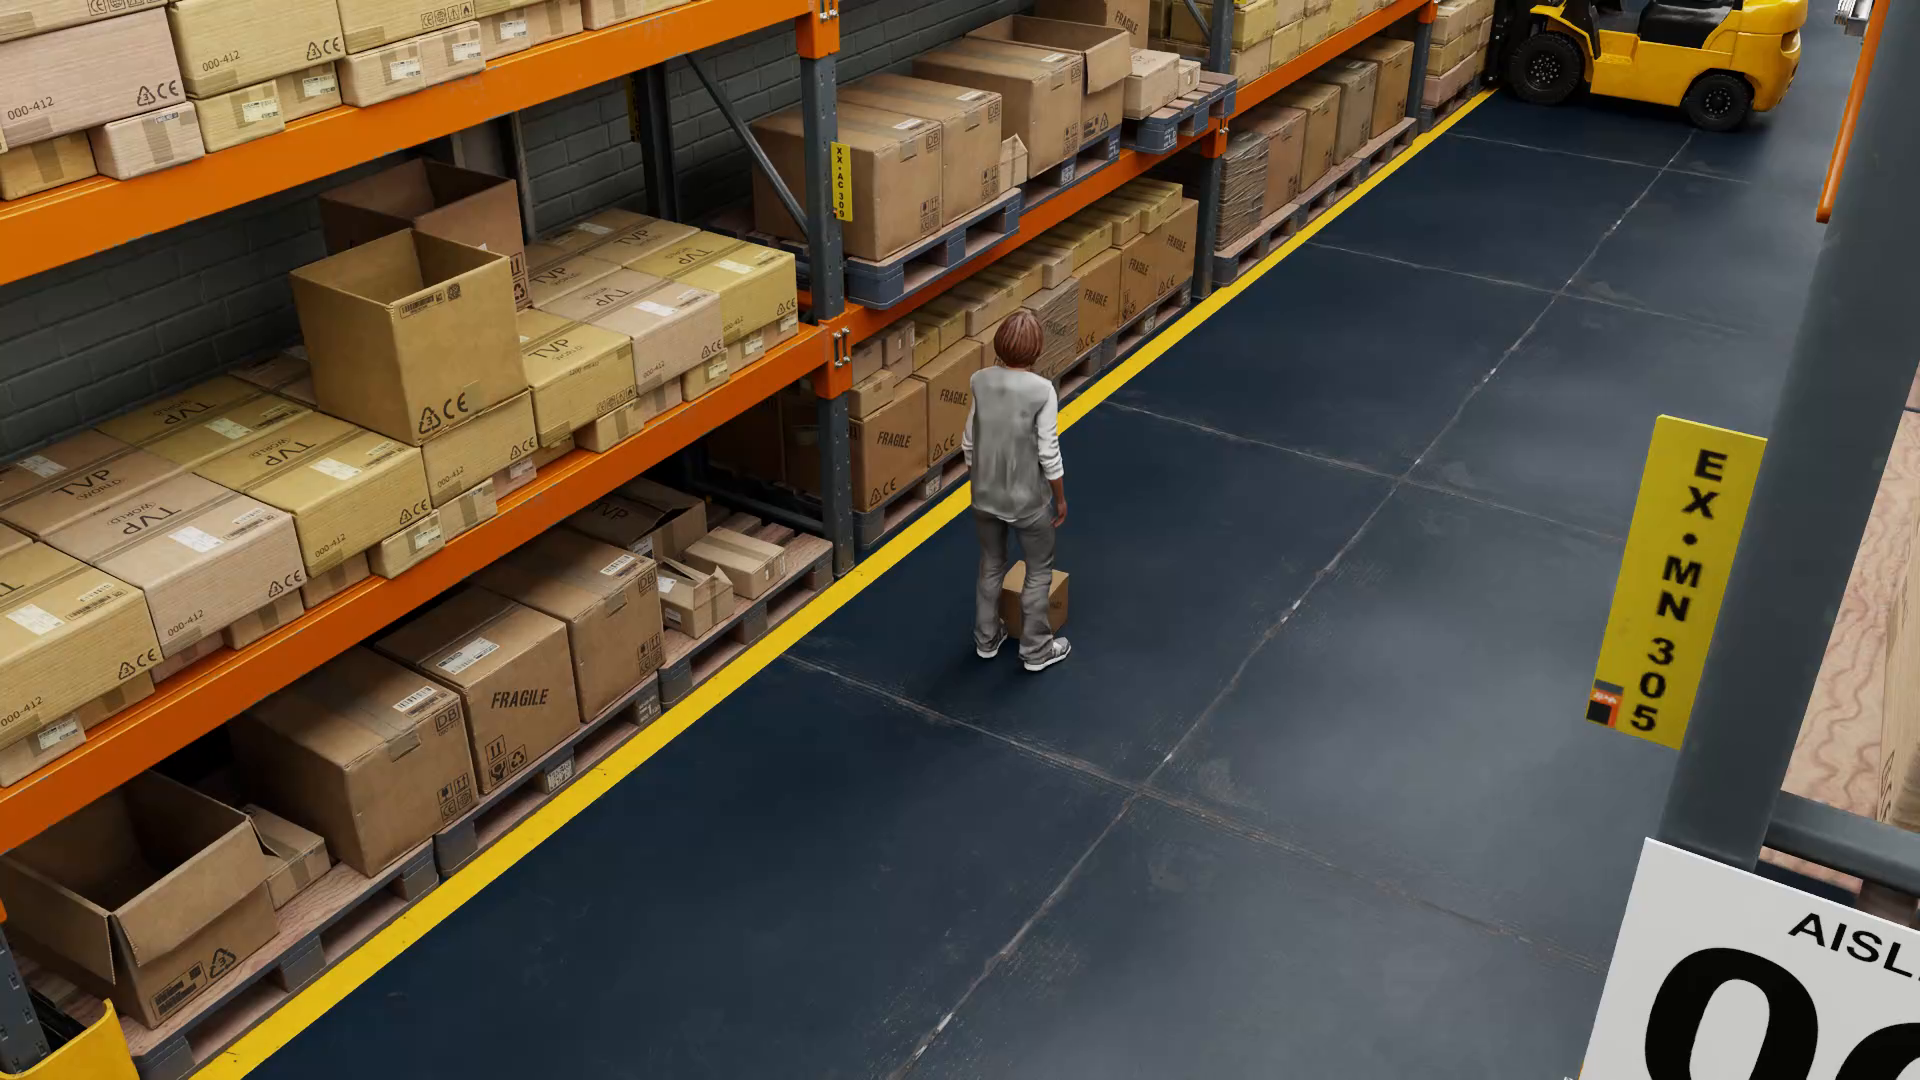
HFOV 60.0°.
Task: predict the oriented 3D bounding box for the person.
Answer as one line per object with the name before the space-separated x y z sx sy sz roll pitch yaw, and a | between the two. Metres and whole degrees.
person | 0.224 -0.180 6.944 0.462 1.593 0.344 16 35 25
